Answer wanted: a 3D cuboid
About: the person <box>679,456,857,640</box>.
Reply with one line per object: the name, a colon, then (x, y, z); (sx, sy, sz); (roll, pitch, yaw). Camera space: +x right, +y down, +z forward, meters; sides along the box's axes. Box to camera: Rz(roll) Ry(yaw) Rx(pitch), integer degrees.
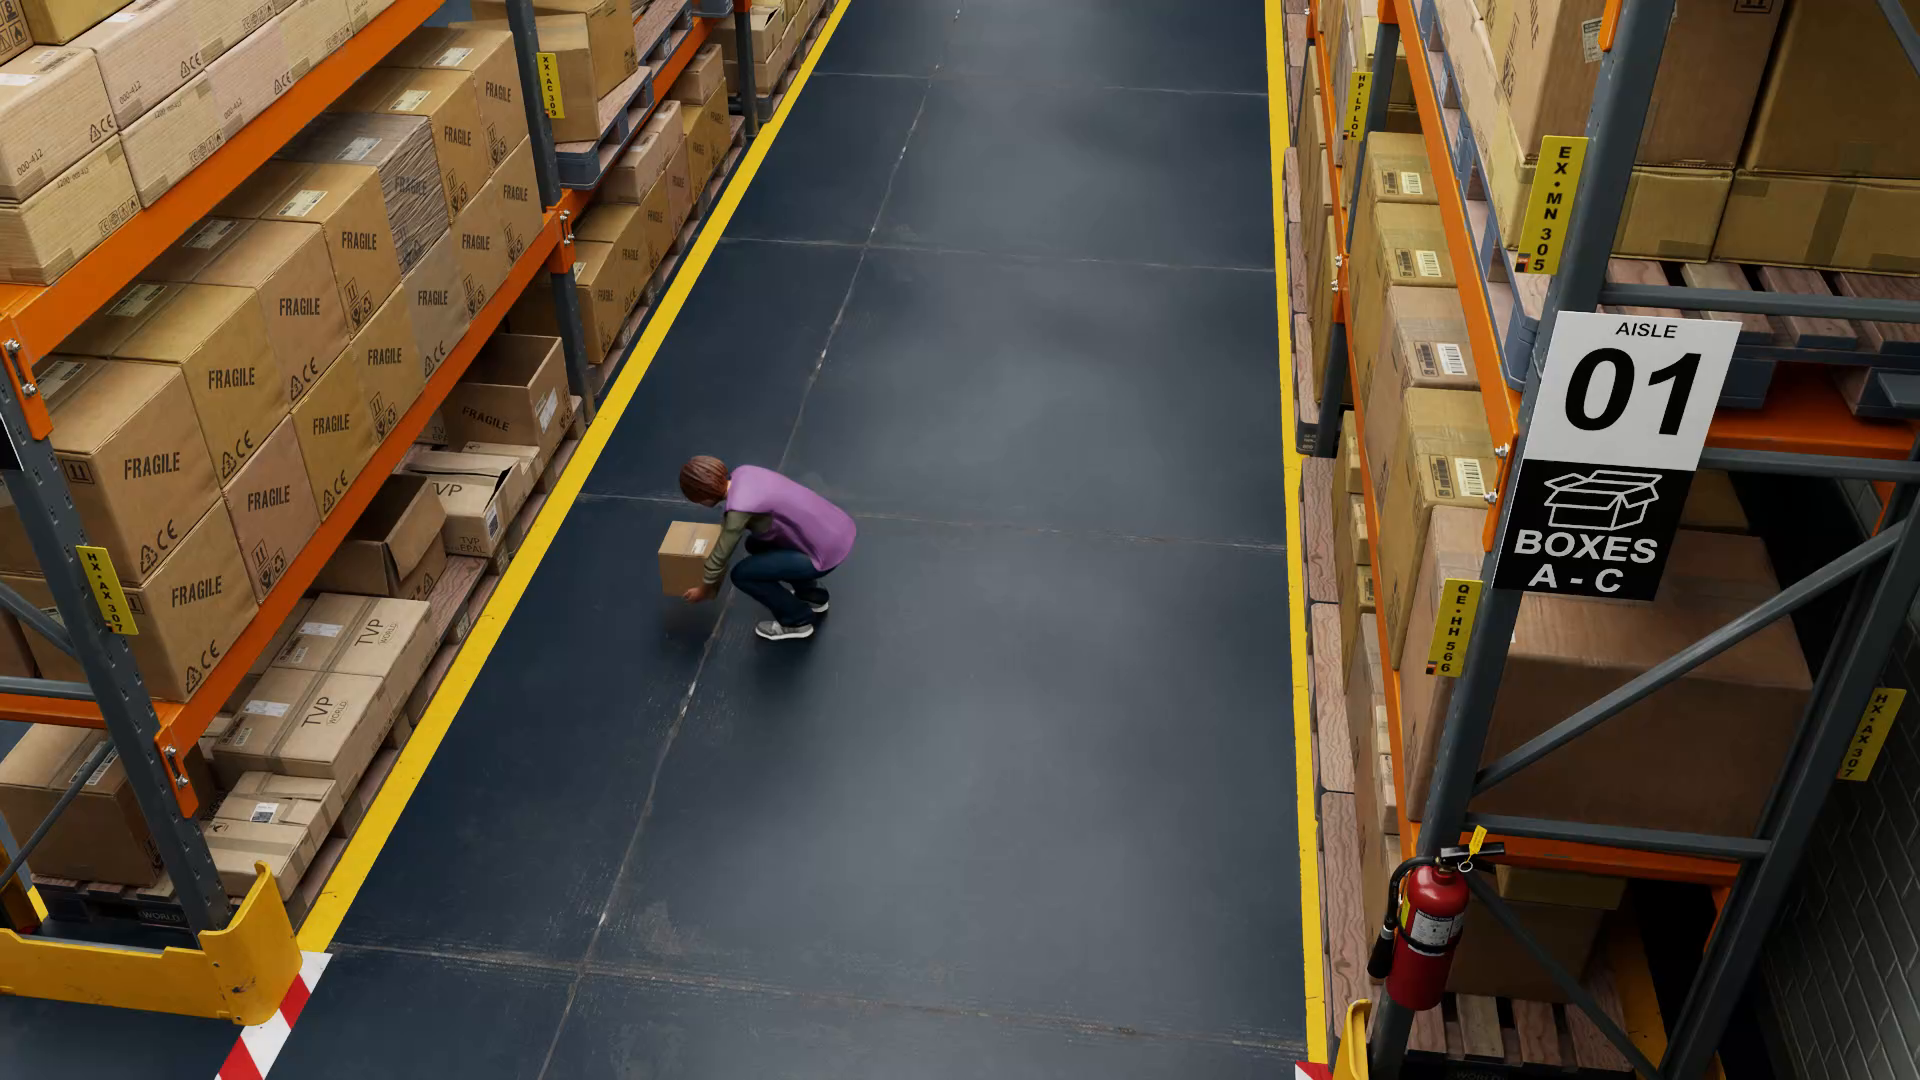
person: (-0.873, 0.025, 7.583); (0.797, 0.919, 0.449); (4, 37, 6)
